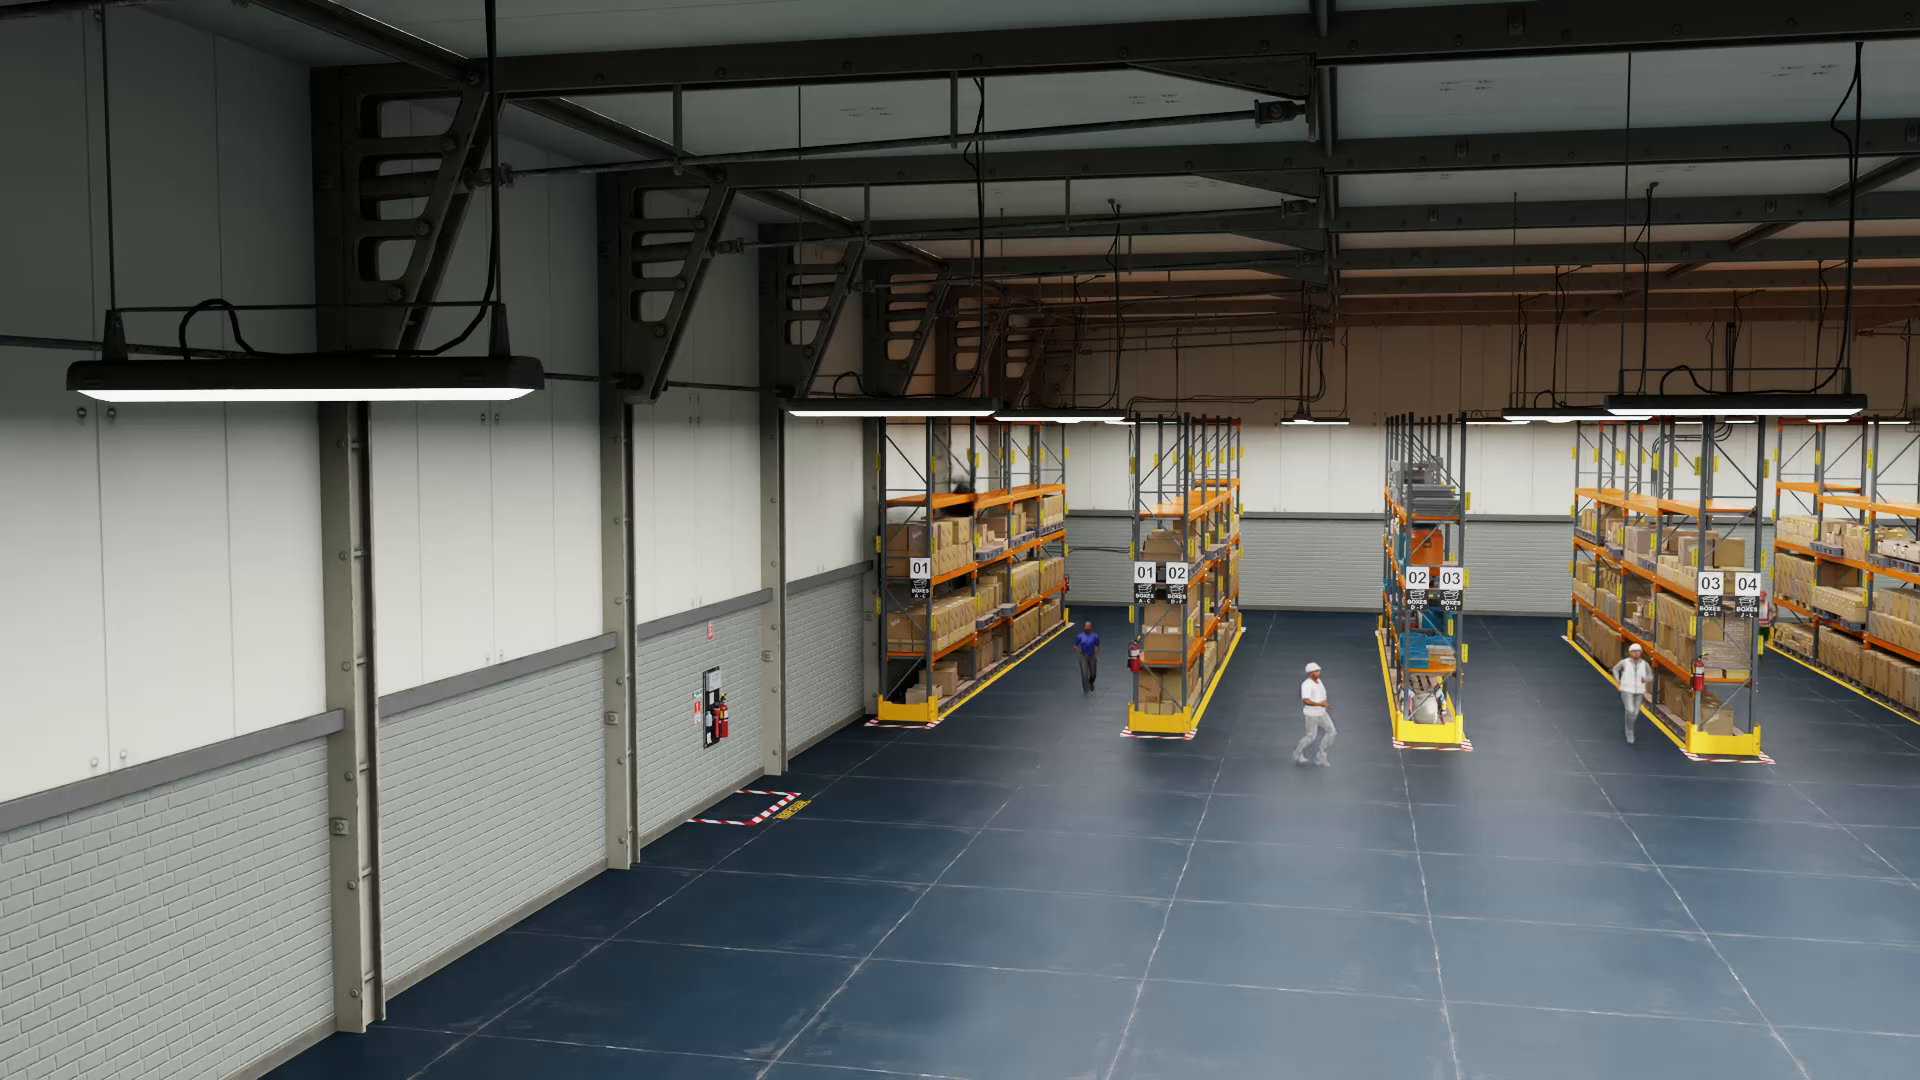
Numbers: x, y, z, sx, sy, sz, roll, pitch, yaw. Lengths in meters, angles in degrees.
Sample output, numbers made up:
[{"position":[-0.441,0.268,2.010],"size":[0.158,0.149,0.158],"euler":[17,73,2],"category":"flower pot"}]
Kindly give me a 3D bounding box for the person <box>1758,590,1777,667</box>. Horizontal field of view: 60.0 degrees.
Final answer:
[{"position":[19.341,2.103,40.102],"size":[0.642,1.822,0.853],"euler":[1,4,13],"category":"person"}]

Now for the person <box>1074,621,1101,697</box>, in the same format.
[{"position":[2.705,2.527,35.361],"size":[0.573,1.602,0.566],"euler":[0,4,1],"category":"person"}]

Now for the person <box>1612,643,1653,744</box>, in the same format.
[{"position":[12.295,2.793,30.364],"size":[0.638,1.831,0.759],"euler":[0,4,4],"category":"person"}]

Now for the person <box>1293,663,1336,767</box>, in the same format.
[{"position":[6.013,2.961,28.137],"size":[0.734,1.790,0.707],"euler":[3,5,42],"category":"person"}]
